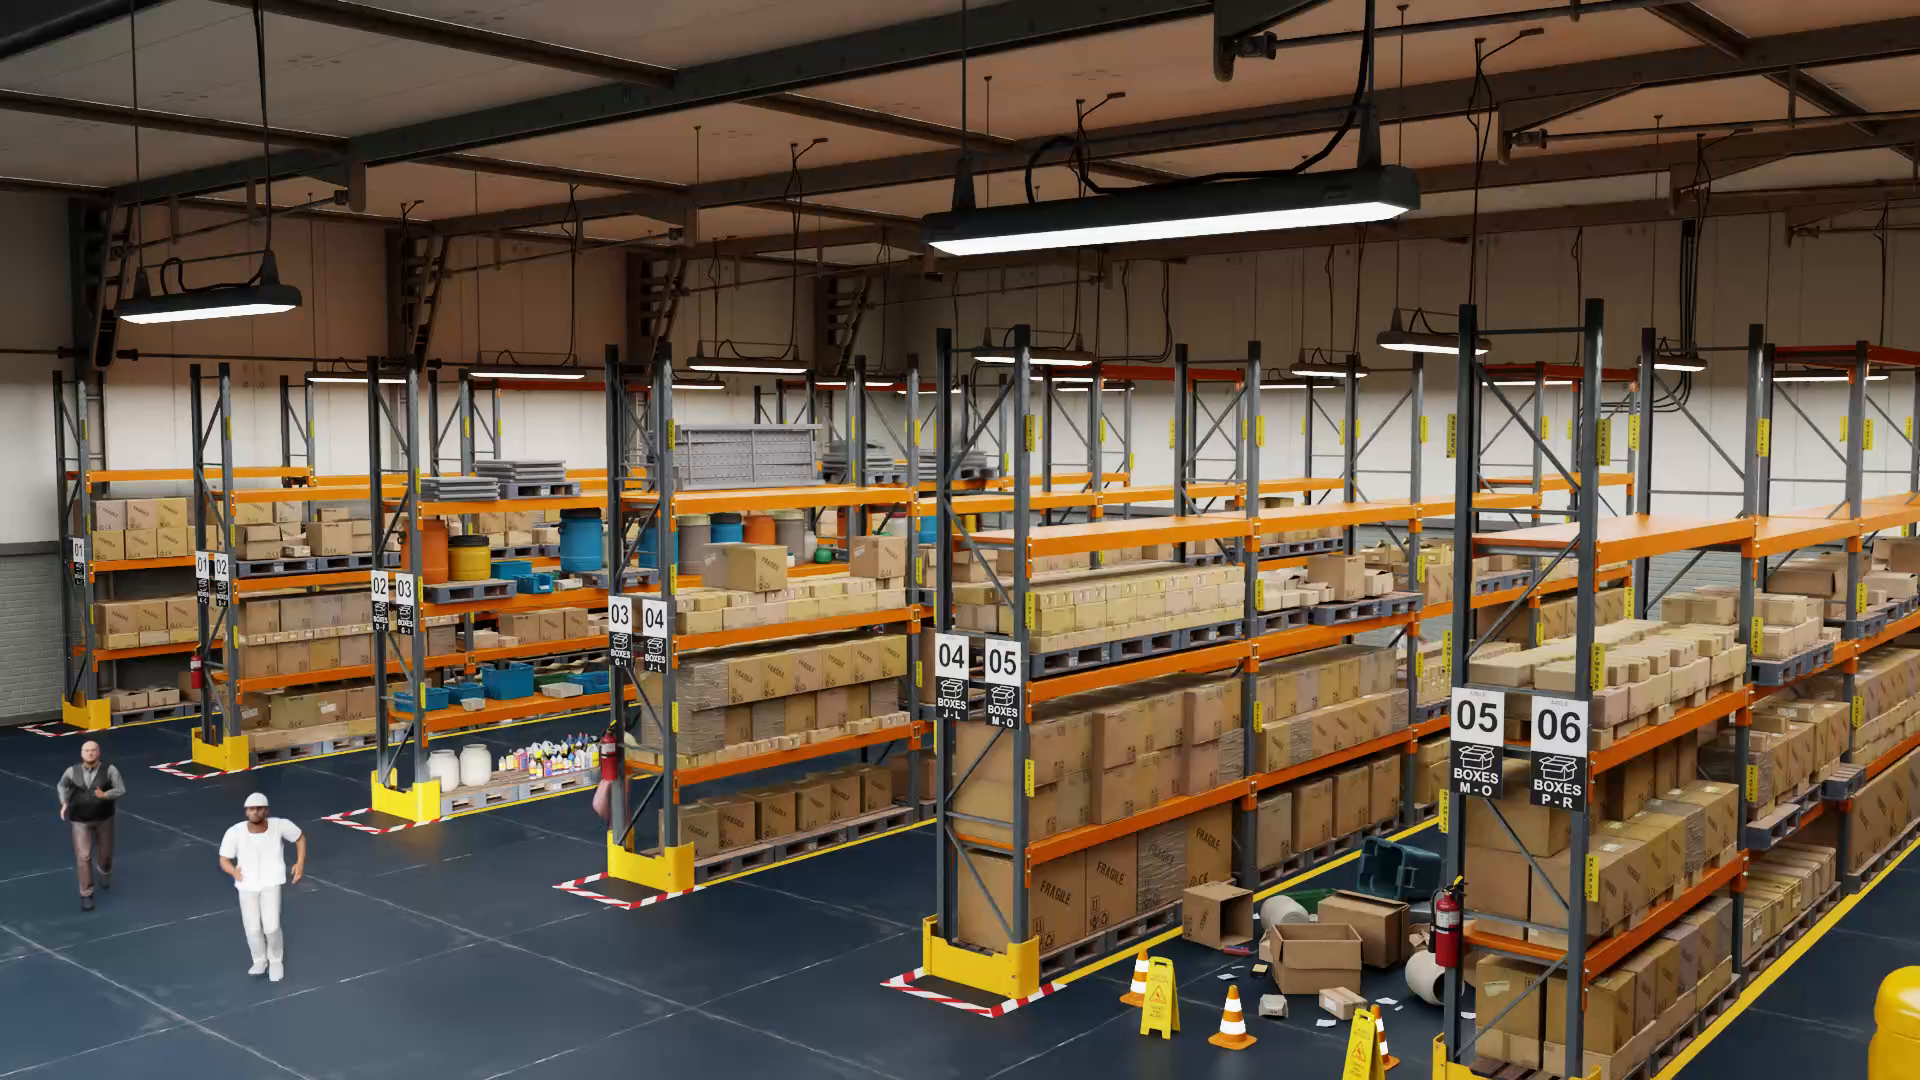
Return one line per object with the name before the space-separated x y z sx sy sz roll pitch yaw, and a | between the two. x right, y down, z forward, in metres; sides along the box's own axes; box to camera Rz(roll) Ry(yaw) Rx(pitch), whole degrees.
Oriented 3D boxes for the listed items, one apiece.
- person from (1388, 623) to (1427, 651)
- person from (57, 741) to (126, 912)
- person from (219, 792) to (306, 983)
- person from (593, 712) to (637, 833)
person | 7.922 2.164 29.360 0.699 1.733 0.717 2 4 21
person | -9.258 3.004 17.749 0.653 1.698 0.967 -2 5 -27
person | -6.402 3.200 15.260 0.724 1.788 0.695 -1 4 -17
person | -4.152 2.878 20.159 0.554 1.624 0.585 2 5 30
